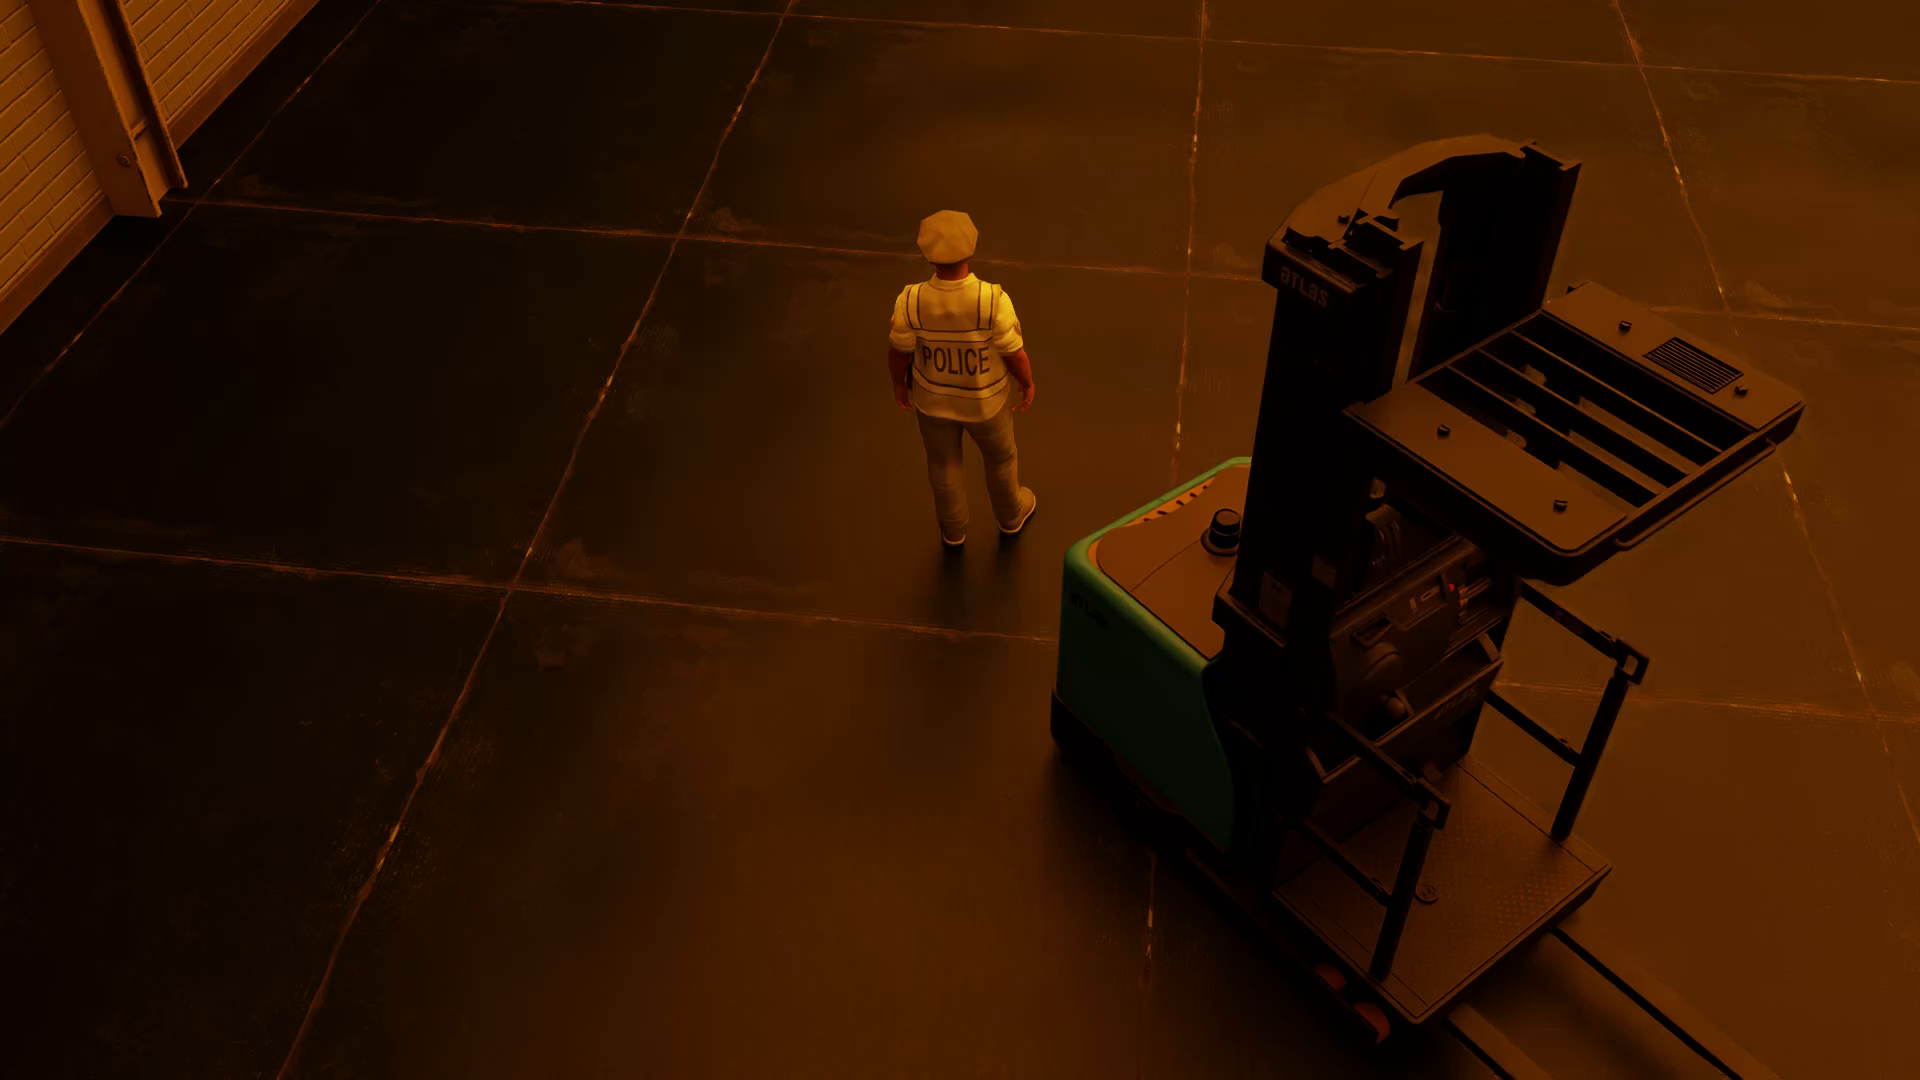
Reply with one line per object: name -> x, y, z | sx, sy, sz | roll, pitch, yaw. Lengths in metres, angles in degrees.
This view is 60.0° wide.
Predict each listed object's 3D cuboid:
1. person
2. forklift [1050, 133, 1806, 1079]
person -> 0.022, -0.712, 7.339 | 0.640, 1.780, 0.575 | 5, 43, 6
forklift -> 1.671, 0.338, 5.356 | 1.130, 2.935, 3.031 | -27, 49, -27
